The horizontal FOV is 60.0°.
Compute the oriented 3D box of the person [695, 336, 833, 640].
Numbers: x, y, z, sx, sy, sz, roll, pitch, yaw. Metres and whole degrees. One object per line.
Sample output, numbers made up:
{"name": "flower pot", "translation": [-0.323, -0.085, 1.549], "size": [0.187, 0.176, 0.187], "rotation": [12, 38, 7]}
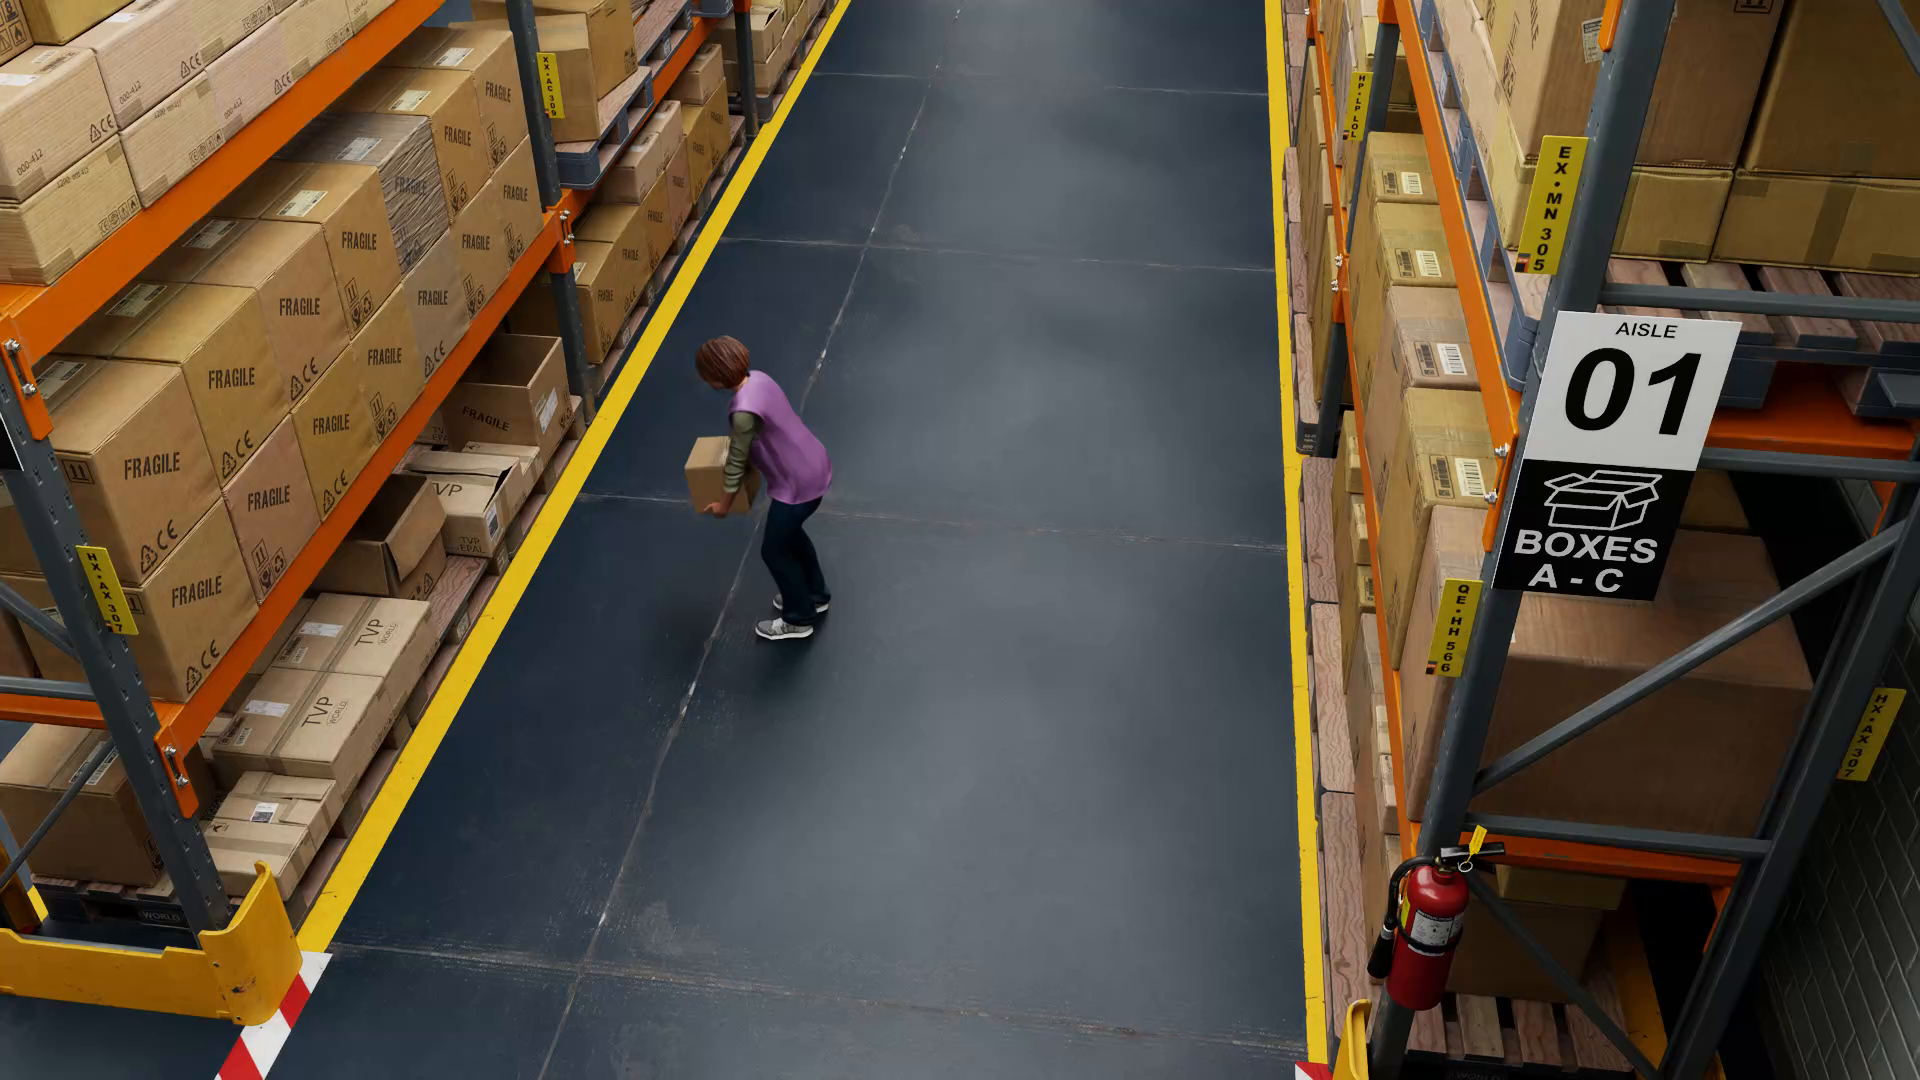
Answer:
{"name": "person", "translation": [-0.843, -0.227, 7.418], "size": [0.557, 1.523, 0.377], "rotation": [4, 37, 5]}
